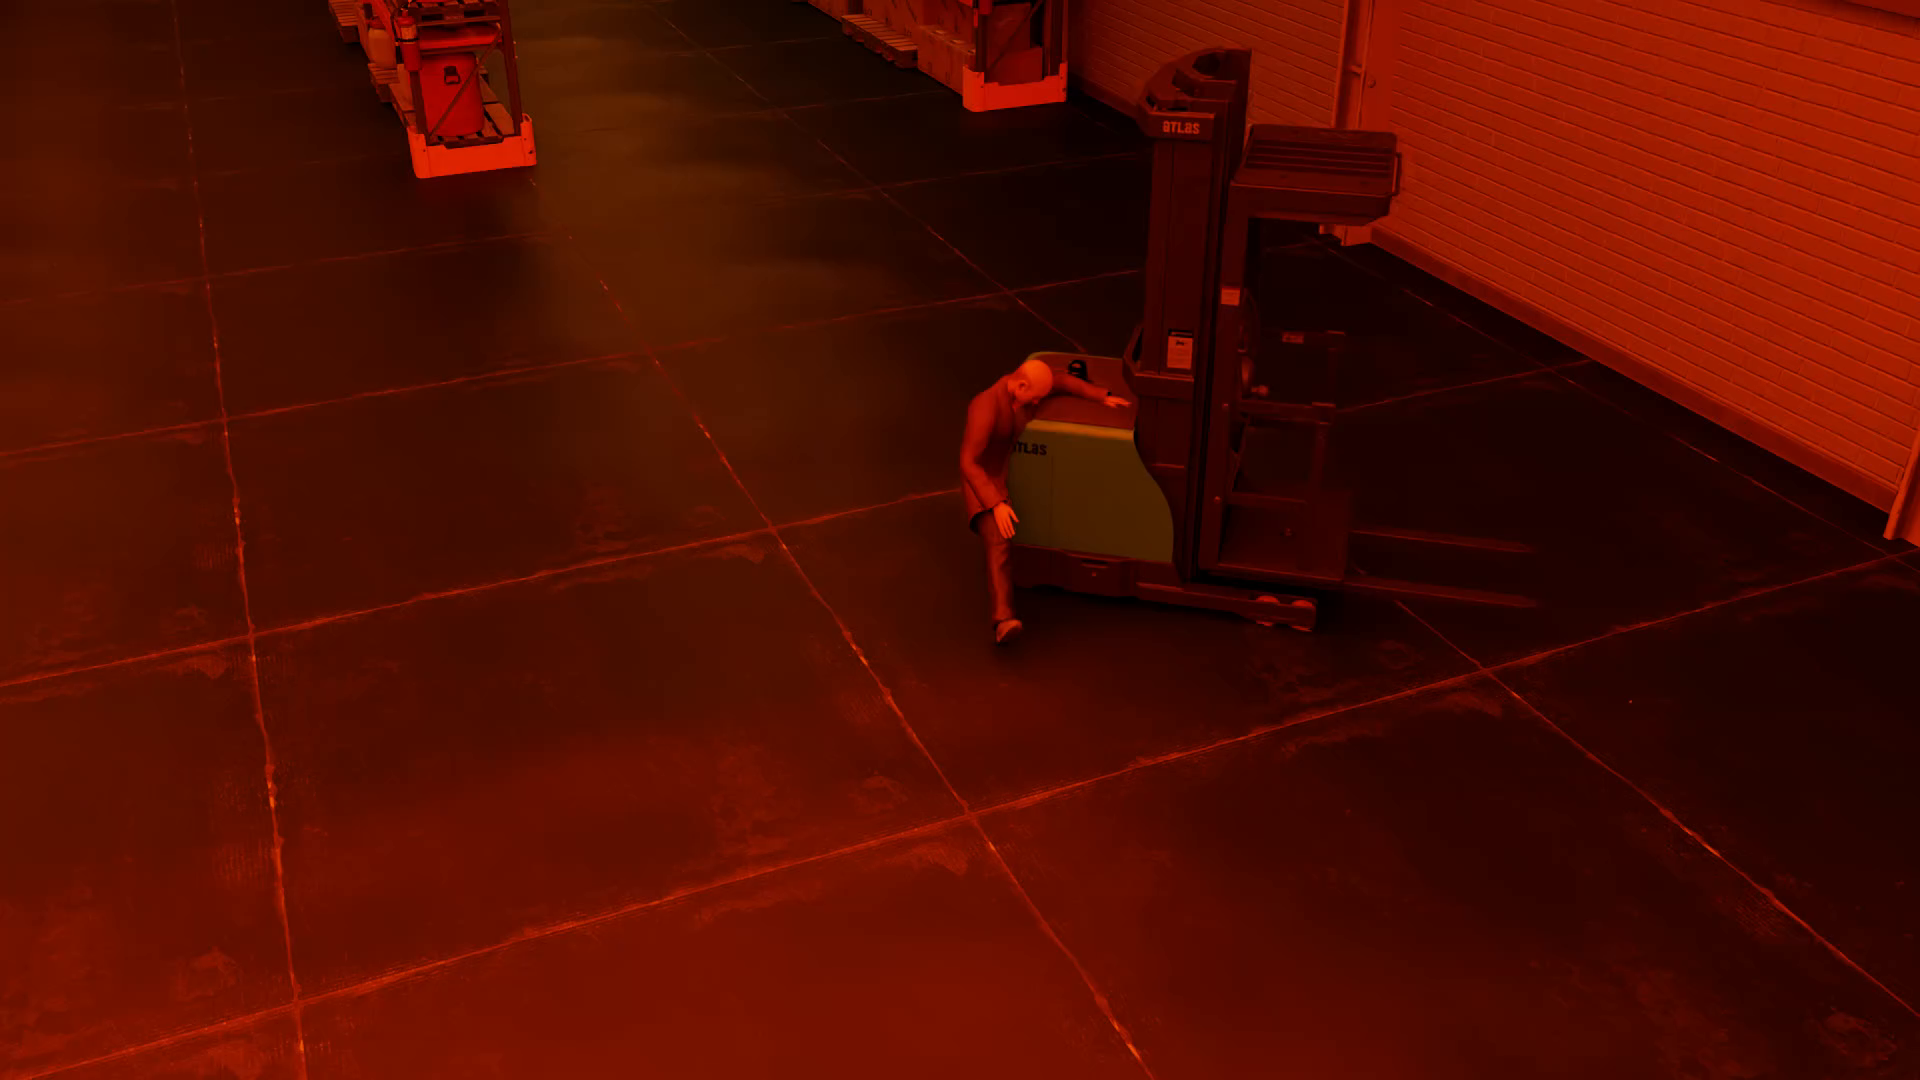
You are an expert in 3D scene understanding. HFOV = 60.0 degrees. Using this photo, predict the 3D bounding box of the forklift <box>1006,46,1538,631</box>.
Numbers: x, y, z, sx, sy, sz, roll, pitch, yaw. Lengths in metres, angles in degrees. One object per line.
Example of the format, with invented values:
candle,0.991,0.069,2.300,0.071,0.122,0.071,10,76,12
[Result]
forklift,1.742,-1.063,8.979,3.031,2.935,1.130,7,31,12

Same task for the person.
person,0.402,-0.316,9.205,1.240,1.441,1.007,-24,37,-35
